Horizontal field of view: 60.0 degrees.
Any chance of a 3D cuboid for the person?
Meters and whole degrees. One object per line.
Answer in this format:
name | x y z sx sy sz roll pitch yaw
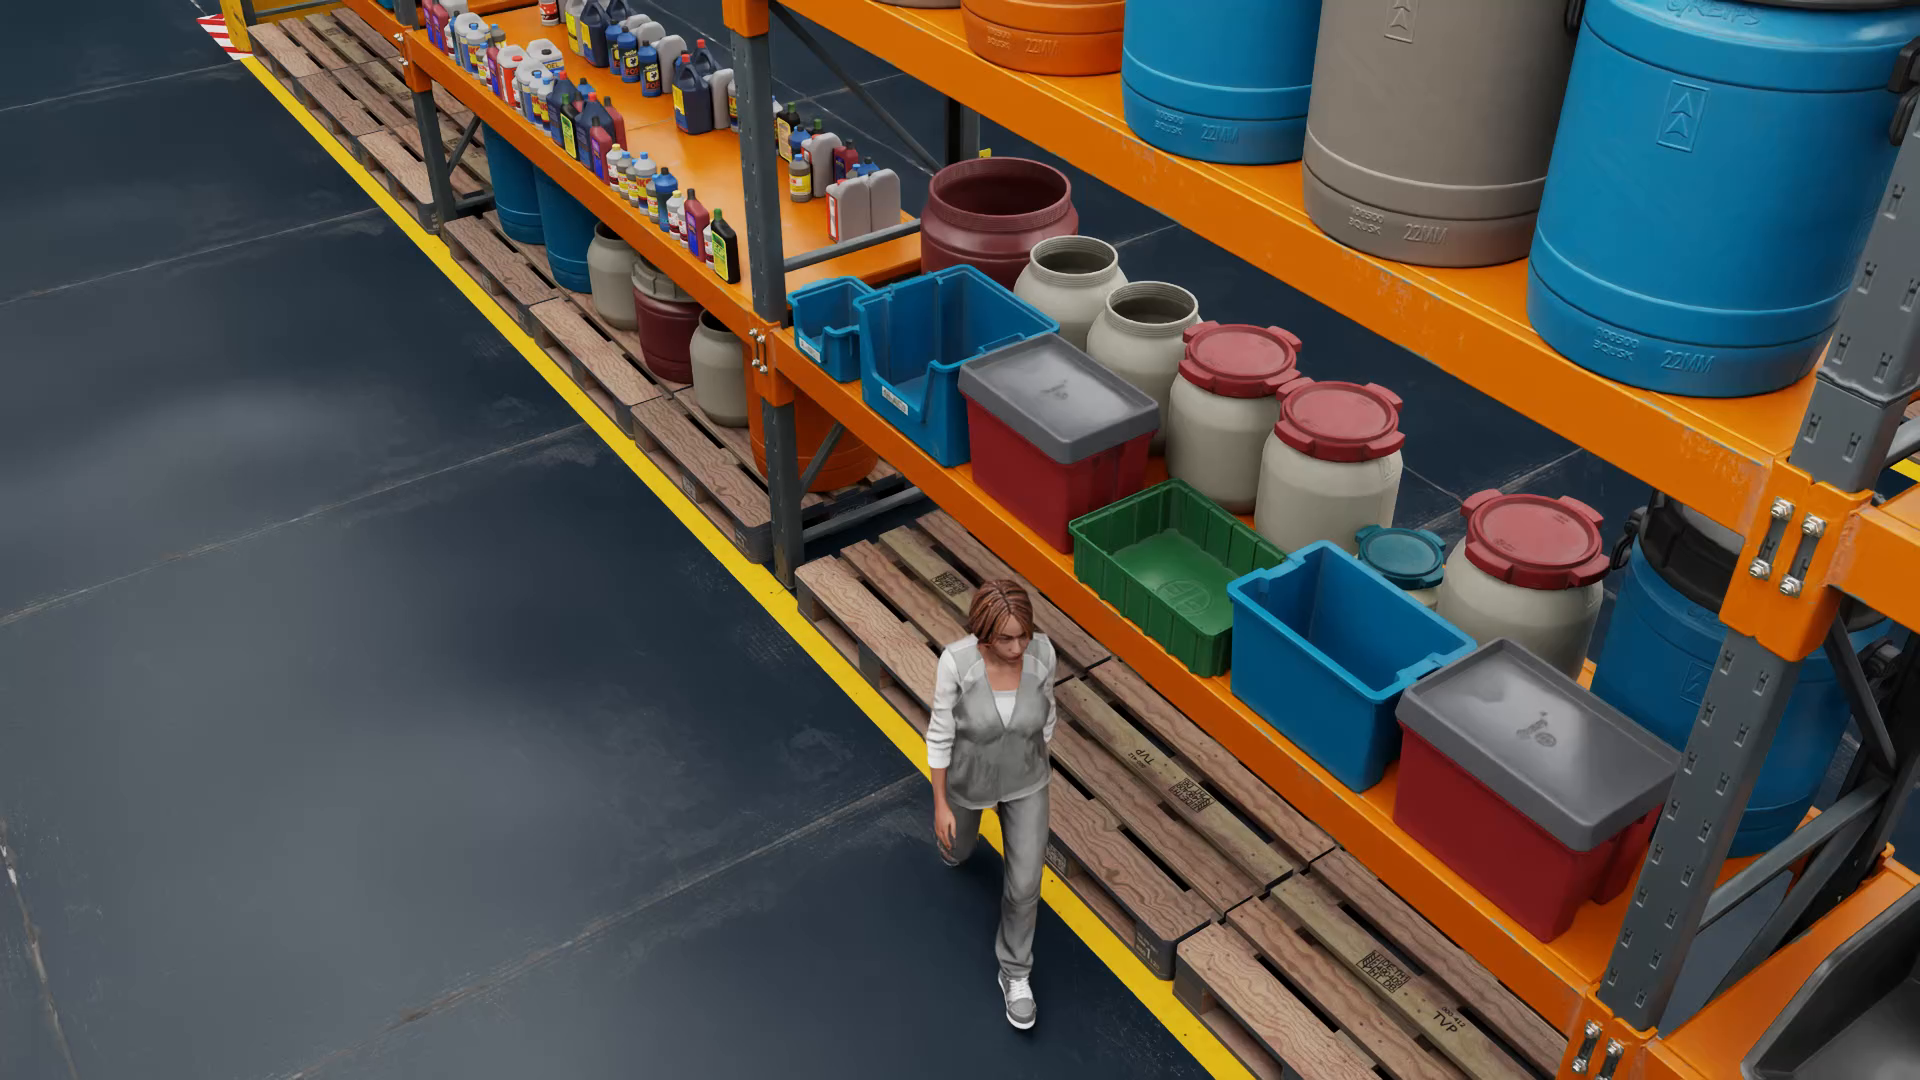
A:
person | 0.093 0.705 5.225 0.416 1.552 0.896 -4 37 -5
